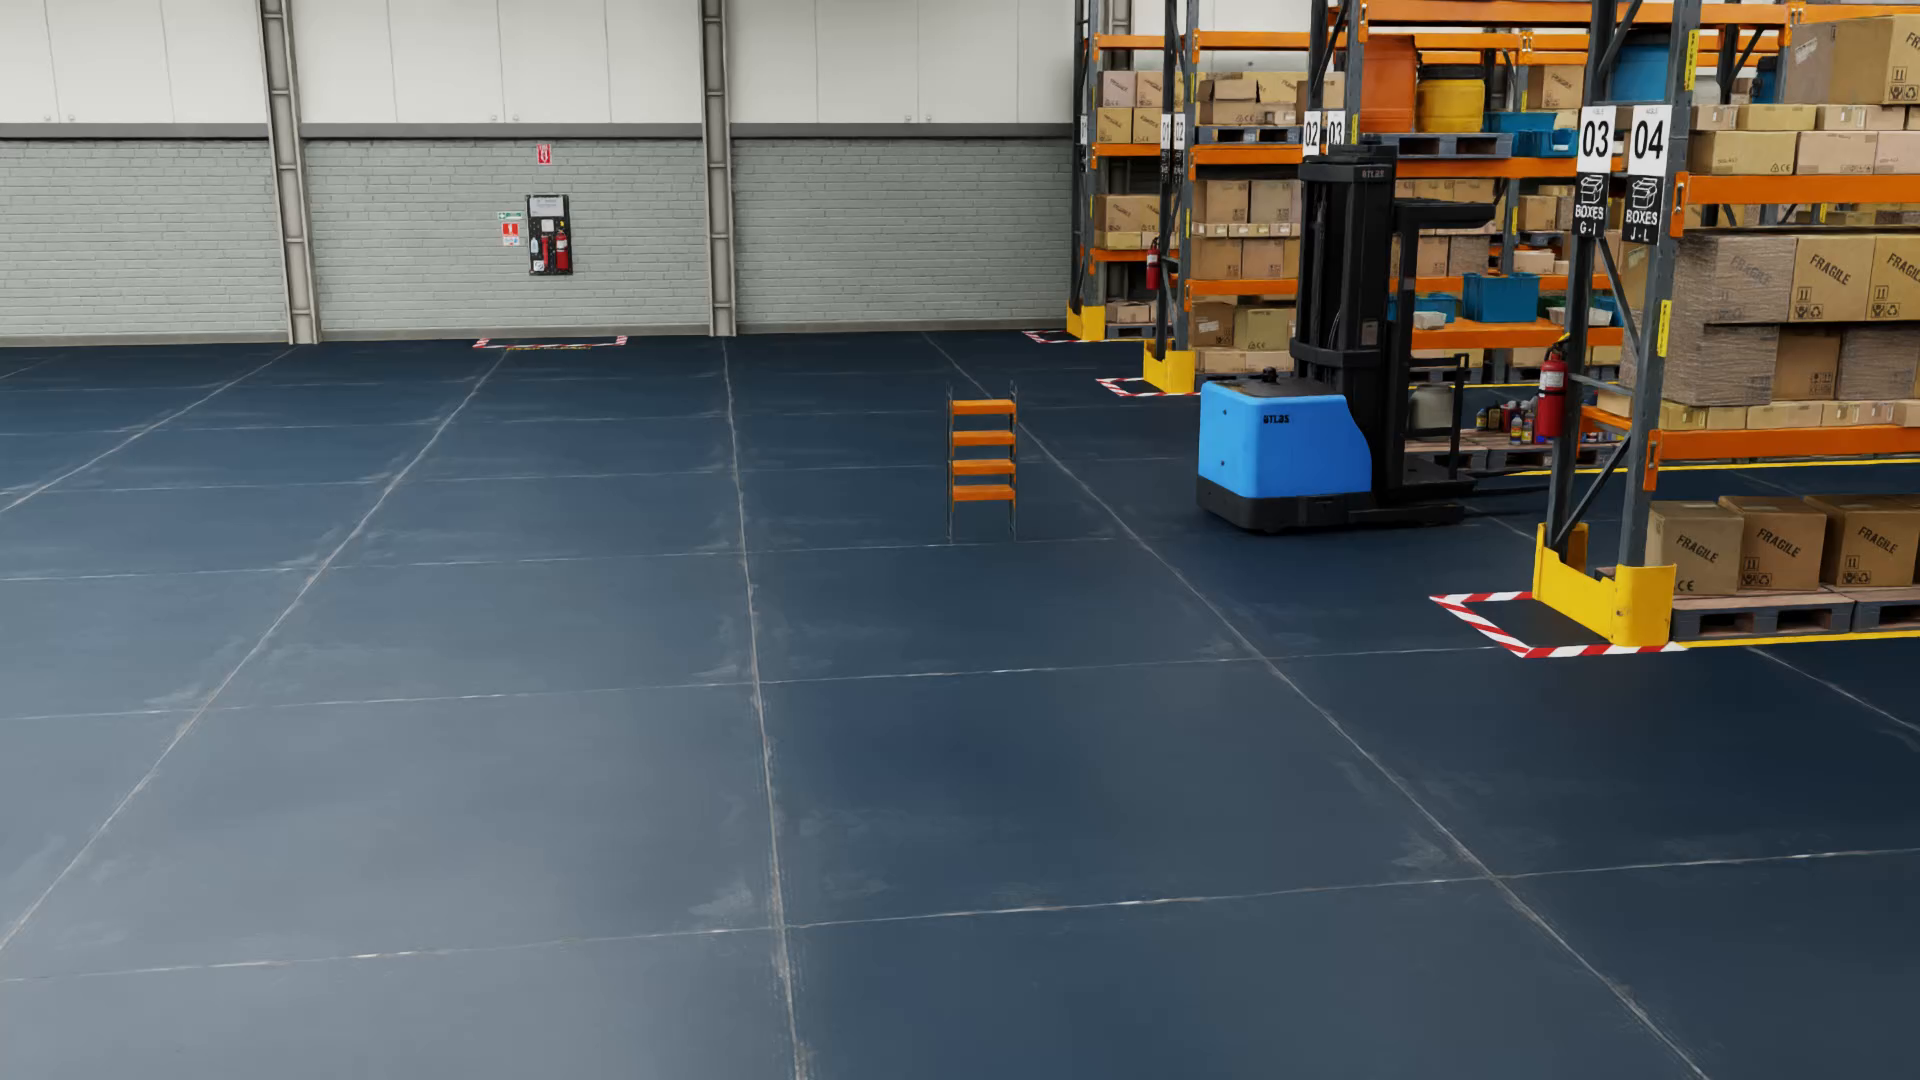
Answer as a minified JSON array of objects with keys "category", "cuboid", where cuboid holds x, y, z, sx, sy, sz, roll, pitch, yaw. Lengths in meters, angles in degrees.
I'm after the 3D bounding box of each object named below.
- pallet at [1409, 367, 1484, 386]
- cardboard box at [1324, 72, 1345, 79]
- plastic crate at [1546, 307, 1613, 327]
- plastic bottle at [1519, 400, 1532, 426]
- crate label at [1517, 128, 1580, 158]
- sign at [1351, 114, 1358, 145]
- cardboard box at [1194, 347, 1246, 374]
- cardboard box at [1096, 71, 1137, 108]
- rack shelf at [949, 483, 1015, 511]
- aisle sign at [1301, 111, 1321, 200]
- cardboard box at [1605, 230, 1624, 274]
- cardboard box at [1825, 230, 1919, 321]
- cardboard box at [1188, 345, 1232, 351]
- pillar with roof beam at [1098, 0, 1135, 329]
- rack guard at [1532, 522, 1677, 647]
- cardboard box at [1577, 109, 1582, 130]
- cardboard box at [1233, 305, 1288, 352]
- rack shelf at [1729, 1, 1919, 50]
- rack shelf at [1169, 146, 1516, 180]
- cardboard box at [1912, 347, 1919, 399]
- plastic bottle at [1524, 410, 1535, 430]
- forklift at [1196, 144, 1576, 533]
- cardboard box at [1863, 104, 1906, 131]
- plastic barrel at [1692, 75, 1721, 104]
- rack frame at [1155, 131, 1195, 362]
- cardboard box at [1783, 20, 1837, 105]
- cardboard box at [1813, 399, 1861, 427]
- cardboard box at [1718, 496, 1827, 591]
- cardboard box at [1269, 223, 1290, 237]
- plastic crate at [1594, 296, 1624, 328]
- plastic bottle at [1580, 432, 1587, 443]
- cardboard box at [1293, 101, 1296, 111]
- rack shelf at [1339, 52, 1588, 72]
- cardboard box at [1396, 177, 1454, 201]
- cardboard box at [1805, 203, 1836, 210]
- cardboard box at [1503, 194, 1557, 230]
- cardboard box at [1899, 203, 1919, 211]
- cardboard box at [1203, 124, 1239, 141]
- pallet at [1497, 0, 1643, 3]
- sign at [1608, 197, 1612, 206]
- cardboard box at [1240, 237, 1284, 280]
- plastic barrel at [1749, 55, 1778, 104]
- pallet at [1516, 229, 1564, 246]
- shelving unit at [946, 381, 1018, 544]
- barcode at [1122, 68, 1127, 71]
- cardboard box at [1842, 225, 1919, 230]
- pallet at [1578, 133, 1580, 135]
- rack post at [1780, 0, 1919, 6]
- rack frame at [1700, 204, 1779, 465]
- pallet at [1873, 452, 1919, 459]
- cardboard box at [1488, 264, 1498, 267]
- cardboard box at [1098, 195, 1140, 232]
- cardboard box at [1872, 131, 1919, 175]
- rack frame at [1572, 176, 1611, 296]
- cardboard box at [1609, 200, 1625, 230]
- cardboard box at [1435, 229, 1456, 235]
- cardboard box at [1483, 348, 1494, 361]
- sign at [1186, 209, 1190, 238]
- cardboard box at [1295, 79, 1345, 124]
[{"category":"pallet","cuboid":[5.712,-2.101,20.665,1.213,0.211,1.003,-2,14,-8]},{"category":"cardboard box","cuboid":[5.308,-6.578,24.318,0.500,0.500,0.500,-3,14,-13]},{"category":"plastic crate","cuboid":[5.671,-2.033,15.204,0.437,0.136,0.530,-2,14,-8]},{"category":"plastic bottle","cuboid":[5.425,-1.208,16.065,0.135,0.276,0.152,-2,14,-10]},{"category":"crate label","cuboid":[5.184,-3.507,14.678,0.408,0.251,0.502,-2,14,-8]},{"category":"sign","cuboid":[3.361,-3.462,14.177,0.005,0.325,0.100,-2,14,-8]},{"category":"cardboard box","cuboid":[3.113,-2.163,19.970,0.500,0.250,0.500,-2,14,-8]},{"category":"cardboard box","cuboid":[2.225,-6.472,23.895,0.500,0.500,0.500,-3,14,-12]},{"category":"rack shelf","cuboid":[0.164,-0.330,12.664,0.480,0.148,0.258,-2,14,-8]},{"category":"aisle sign","cuboid":[3.168,-3.466,15.030,0.004,0.787,0.394,-2,14,-8]},{"category":"cardboard box","cuboid":[8.283,-3.582,20.633,0.500,0.500,0.500,-2,14,-8]},{"category":"cardboard box","cuboid":[5.595,-1.611,10.108,0.500,0.500,0.500,-2,14,-8]},{"category":"cardboard box","cuboid":[3.036,-2.288,20.467,0.500,0.250,0.500,-2,14,-8]},{"category":"pillar with roof beam","cuboid":[3.012,-6.627,20.646,0.400,9.000,9.100,-2,14,-8]},{"category":"rack guard","cuboid":[4.096,0.265,10.636,0.348,0.500,1.175,-2,14,-8]},{"category":"cardboard box","cuboid":[7.658,-5.099,20.165,0.500,0.250,0.500,-4,15,-14]},{"category":"cardboard box","cuboid":[3.607,-2.546,19.953,0.500,0.500,0.500,-2,14,-8]},{"category":"rack shelf","cuboid":[9.217,-4.720,15.345,4.000,0.370,1.077,-2,14,-8]},{"category":"rack shelf","cuboid":[4.527,-4.506,19.835,4.000,0.370,1.077,-2,14,-8]},{"category":"cardboard box","cuboid":[6.043,-1.220,10.605,0.500,0.500,0.875,-2,14,-8]},{"category":"plastic bottle","cuboid":[5.462,-1.142,15.957,0.097,0.201,0.097,0,14,0]},{"category":"forklift","cuboid":[3.509,-1.648,13.269,3.031,2.935,1.130,-4,15,-14]},{"category":"cardboard box","cuboid":[5.351,-2.500,9.845,0.250,0.149,0.380,-2,14,-8]},{"category":"plastic barrel","cuboid":[6.784,-4.025,15.346,0.421,0.512,0.421,0,14,0]},{"category":"rack frame","cuboid":[2.549,-3.327,19.823,0.127,3.000,1.000,-2,14,-8]},{"category":"cardboard box","cuboid":[5.516,-2.952,10.314,0.500,0.500,0.500,-2,14,-8]},{"category":"cardboard box","cuboid":[5.331,-0.807,10.289,0.250,0.149,0.380,-2,14,-8]},{"category":"cardboard box","cuboid":[5.227,0.016,10.767,0.500,0.500,0.500,2,14,6]},{"category":"cardboard box","cuboid":[3.727,-3.680,19.692,0.250,0.149,0.380,-2,14,-9]},{"category":"plastic crate","cuboid":[6.185,-2.103,15.247,0.616,0.251,0.499,-2,14,-8]},{"category":"plastic bottle","cuboid":[5.761,-1.040,15.406,0.097,0.271,0.097,0,14,0]},{"category":"cardboard box","cuboid":[4.198,-5.136,19.900,0.500,0.311,0.500,0,14,-2]},{"category":"rack shelf","cuboid":[7.741,-7.103,24.847,4.000,0.370,1.077,-2,14,-8]},{"category":"cardboard box","cuboid":[5.567,-4.114,20.087,0.500,0.500,0.700,-2,14,-8]},{"category":"cardboard box","cuboid":[13.255,-5.079,25.948,0.500,0.500,0.500,-2,14,-9]},{"category":"cardboard box","cuboid":[8.706,-5.024,25.480,0.500,0.500,0.700,-3,14,-14]},{"category":"cardboard box","cuboid":[14.935,-5.140,26.434,0.700,0.700,0.980,-2,14,-10]},{"category":"cardboard box","cuboid":[3.751,-6.039,24.223,0.500,0.500,0.500,-1,14,-5]},{"category":"pallet","cuboid":[5.219,-4.823,14.666,1.213,0.211,1.003,-2,14,-8]},{"category":"sign","cuboid":[9.808,-5.202,25.079,0.005,0.325,0.100,-2,14,-8]},{"category":"cardboard box","cuboid":[3.531,-3.410,19.946,0.500,0.500,0.700,-2,14,-7]},{"category":"plastic barrel","cuboid":[7.709,-4.049,15.505,0.708,0.901,0.600,-2,14,-8]},{"category":"pallet","cuboid":[9.029,-4.664,25.548,1.003,0.211,1.213,-2,14,-8]},{"category":"shelving unit","cuboid":[0.164,-0.588,12.600,0.503,1.200,0.258,-2,14,-8]},{"category":"barcode","cuboid":[2.435,-6.944,24.584,0.075,0.075,0.001,-2,14,-8]},{"category":"cardboard box","cuboid":[6.012,-1.755,10.679,0.500,0.500,0.500,-2,14,-8]},{"category":"pallet","cuboid":[7.375,-4.870,20.199,1.217,0.209,0.805,-3,14,-11]},{"category":"rack post","cuboid":[9.173,-5.380,15.262,3.121,1.000,1.013,-2,14,-8]},{"category":"rack frame","cuboid":[7.239,-2.281,15.649,0.127,3.000,1.000,-2,14,-8]},{"category":"pallet","cuboid":[9.219,-1.011,16.319,1.213,0.211,1.003,-2,14,-8]},{"category":"cardboard box","cuboid":[8.441,-4.129,25.713,0.500,0.250,0.500,-2,14,-7]},{"category":"cardboard box","cuboid":[2.324,-4.764,24.279,0.500,0.500,0.500,-2,14,-8]},{"category":"cardboard box","cuboid":[5.536,-2.319,9.944,0.500,0.250,0.500,-2,14,-9]},{"category":"rack frame","cuboid":[9.718,-4.809,25.730,0.127,3.000,1.000,-2,14,-8]},{"category":"cardboard box","cuboid":[10.237,-4.967,25.504,0.500,0.500,0.500,-2,14,-7]},{"category":"cardboard box","cuboid":[5.764,-3.755,19.991,0.250,0.149,0.380,-3,14,-10]},{"category":"cardboard box","cuboid":[6.871,-2.427,21.022,0.500,0.250,0.500,-2,14,-9]},{"category":"sign","cuboid":[2.626,-3.652,19.175,0.005,0.325,0.100,-2,14,-8]},{"category":"cardboard box","cuboid":[4.232,-5.097,19.356,0.500,0.500,0.500,-2,14,-8]}]
